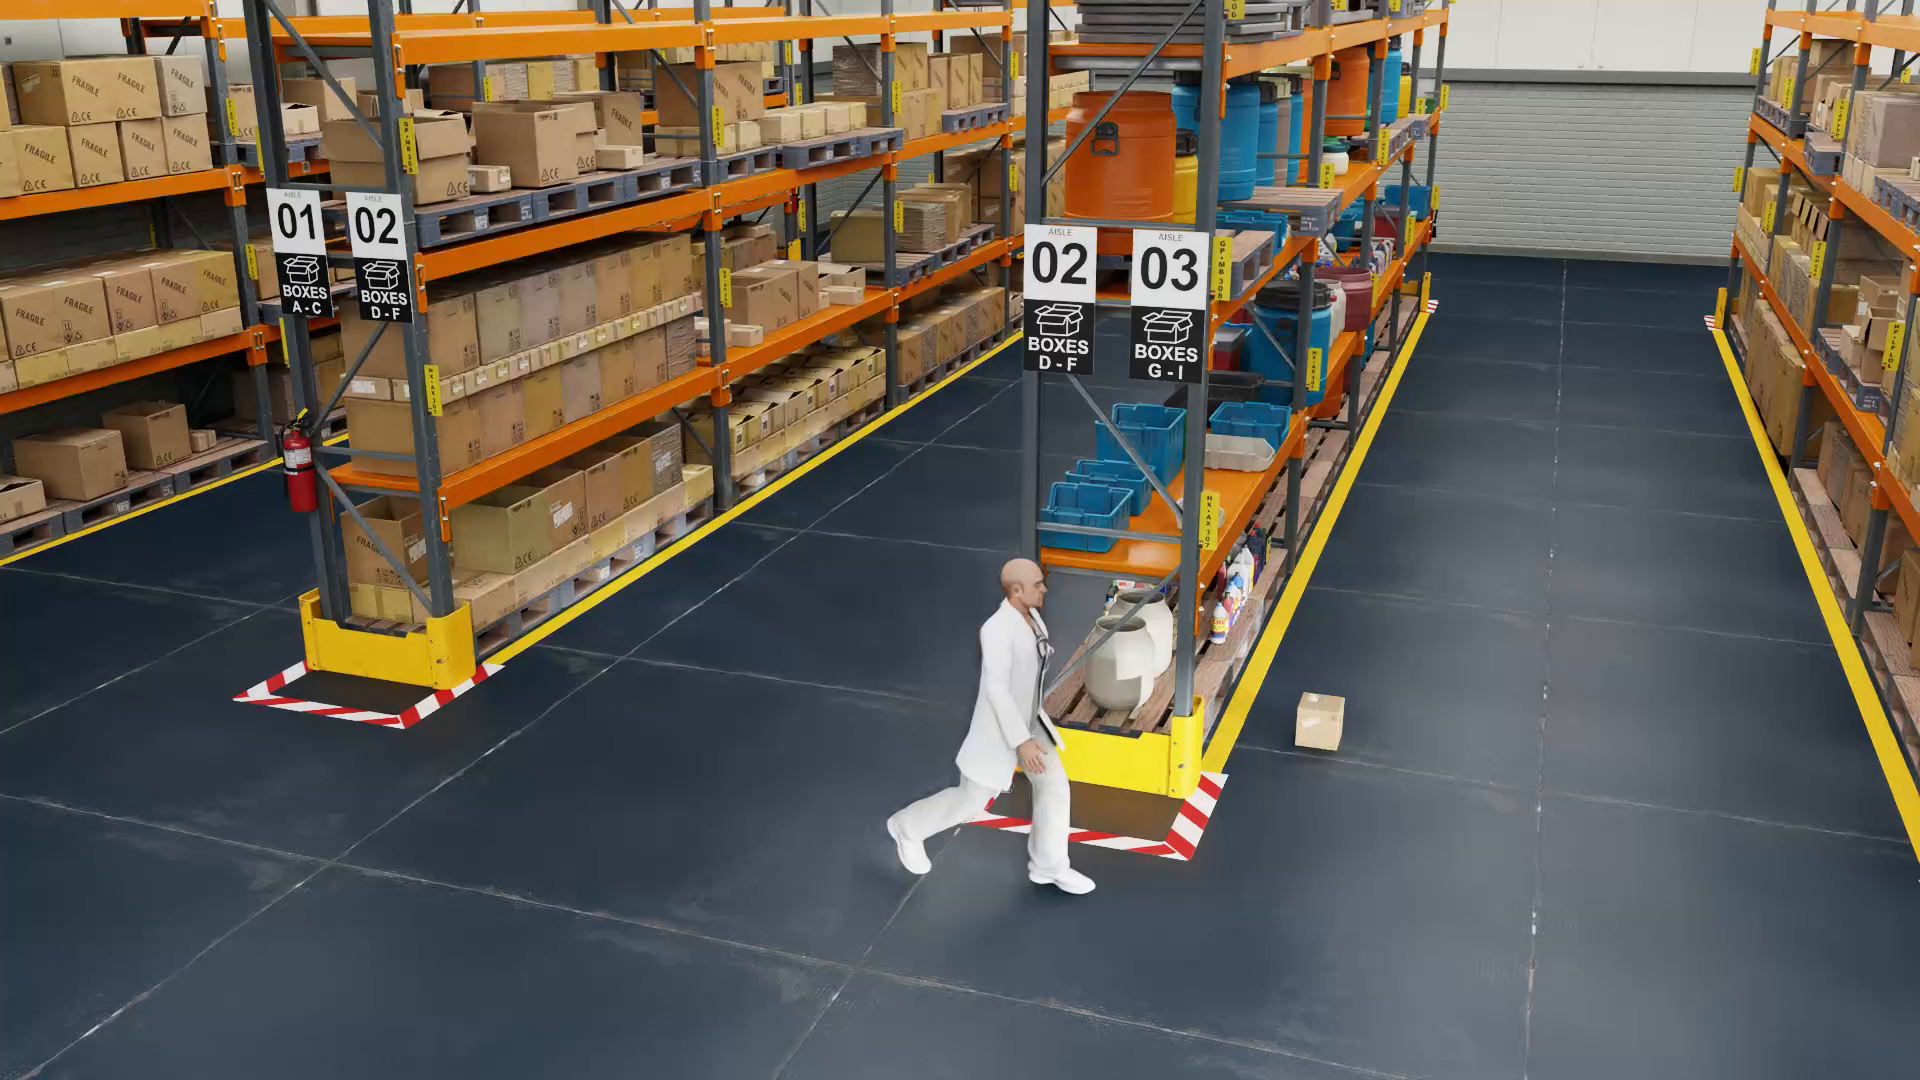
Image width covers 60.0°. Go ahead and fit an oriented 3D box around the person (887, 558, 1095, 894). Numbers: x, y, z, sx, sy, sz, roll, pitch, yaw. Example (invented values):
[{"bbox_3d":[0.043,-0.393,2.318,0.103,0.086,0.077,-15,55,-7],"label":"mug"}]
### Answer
[{"bbox_3d":[0.174,0.910,8.345,1.100,1.730,0.614,8,20,23],"label":"person"}]
